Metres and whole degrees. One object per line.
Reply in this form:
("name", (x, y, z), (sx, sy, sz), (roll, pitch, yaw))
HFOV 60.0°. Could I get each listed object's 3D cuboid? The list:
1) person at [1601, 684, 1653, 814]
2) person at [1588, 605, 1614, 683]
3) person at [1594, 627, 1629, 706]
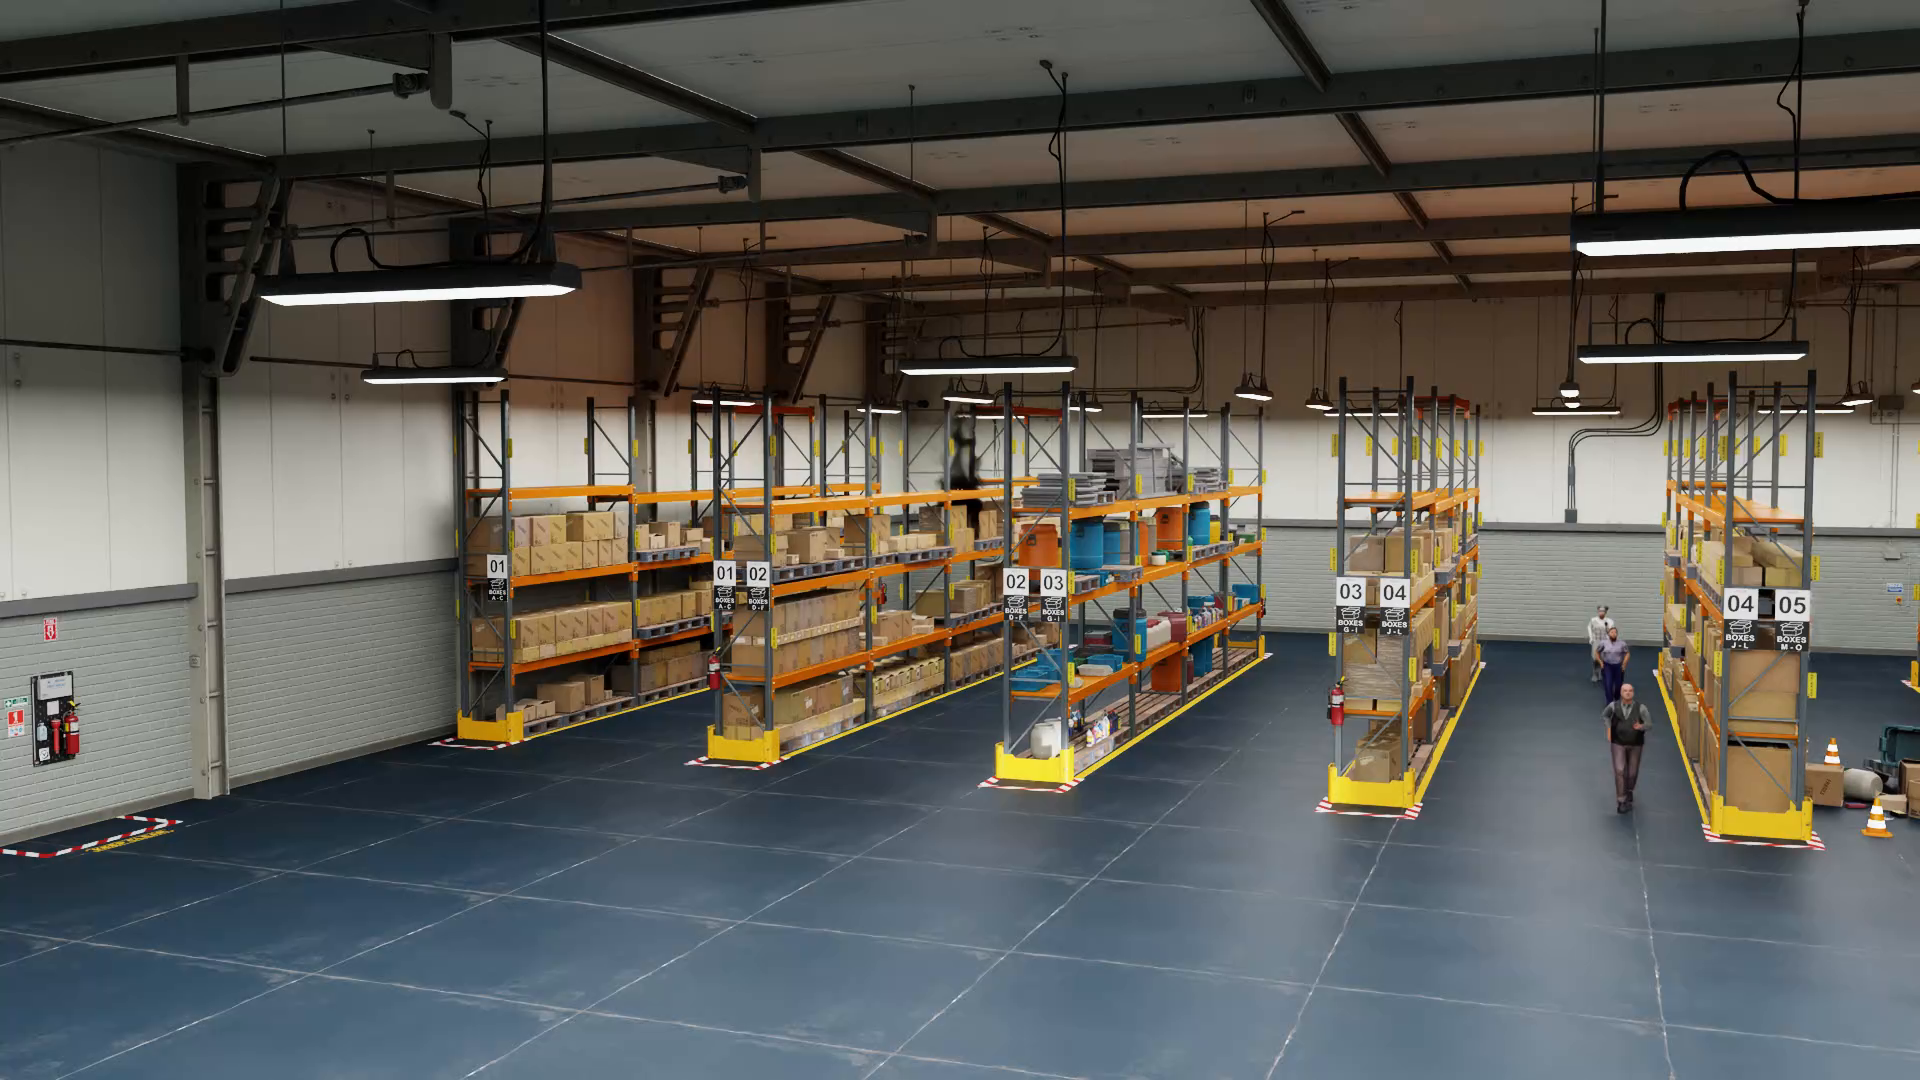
("person", (9.205, 2.846, 22.958), (0.662, 1.716, 0.921), (1, 3, 18))
("person", (13.726, 2.214, 35.602), (0.558, 1.675, 0.744), (1, 3, 24))
("person", (12.394, 2.458, 31.629), (0.628, 1.616, 0.563), (1, 3, 17))
